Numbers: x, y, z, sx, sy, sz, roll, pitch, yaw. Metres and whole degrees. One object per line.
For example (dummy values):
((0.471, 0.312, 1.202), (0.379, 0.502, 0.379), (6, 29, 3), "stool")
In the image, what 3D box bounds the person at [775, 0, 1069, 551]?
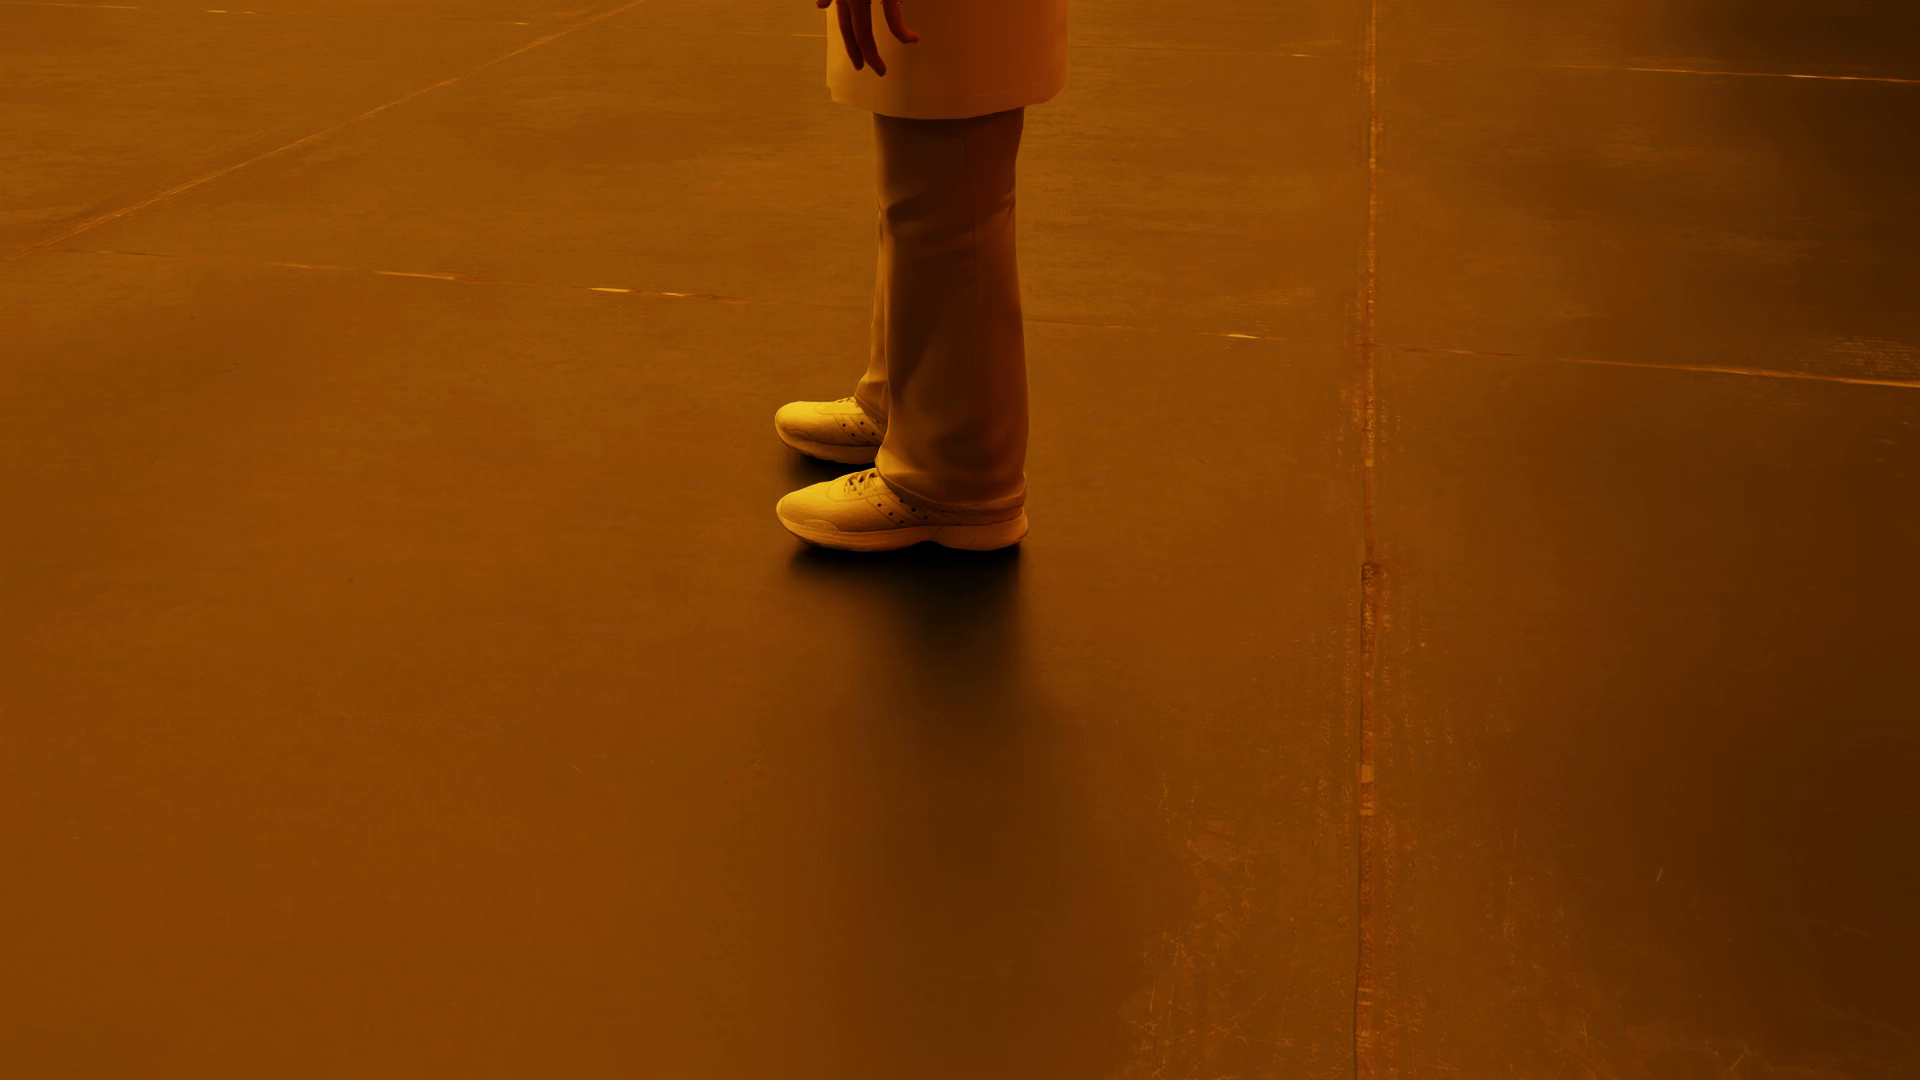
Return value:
((-0.087, -0.811, 2.118), (0.581, 1.776, 0.696), (6, 27, 11), "person")
